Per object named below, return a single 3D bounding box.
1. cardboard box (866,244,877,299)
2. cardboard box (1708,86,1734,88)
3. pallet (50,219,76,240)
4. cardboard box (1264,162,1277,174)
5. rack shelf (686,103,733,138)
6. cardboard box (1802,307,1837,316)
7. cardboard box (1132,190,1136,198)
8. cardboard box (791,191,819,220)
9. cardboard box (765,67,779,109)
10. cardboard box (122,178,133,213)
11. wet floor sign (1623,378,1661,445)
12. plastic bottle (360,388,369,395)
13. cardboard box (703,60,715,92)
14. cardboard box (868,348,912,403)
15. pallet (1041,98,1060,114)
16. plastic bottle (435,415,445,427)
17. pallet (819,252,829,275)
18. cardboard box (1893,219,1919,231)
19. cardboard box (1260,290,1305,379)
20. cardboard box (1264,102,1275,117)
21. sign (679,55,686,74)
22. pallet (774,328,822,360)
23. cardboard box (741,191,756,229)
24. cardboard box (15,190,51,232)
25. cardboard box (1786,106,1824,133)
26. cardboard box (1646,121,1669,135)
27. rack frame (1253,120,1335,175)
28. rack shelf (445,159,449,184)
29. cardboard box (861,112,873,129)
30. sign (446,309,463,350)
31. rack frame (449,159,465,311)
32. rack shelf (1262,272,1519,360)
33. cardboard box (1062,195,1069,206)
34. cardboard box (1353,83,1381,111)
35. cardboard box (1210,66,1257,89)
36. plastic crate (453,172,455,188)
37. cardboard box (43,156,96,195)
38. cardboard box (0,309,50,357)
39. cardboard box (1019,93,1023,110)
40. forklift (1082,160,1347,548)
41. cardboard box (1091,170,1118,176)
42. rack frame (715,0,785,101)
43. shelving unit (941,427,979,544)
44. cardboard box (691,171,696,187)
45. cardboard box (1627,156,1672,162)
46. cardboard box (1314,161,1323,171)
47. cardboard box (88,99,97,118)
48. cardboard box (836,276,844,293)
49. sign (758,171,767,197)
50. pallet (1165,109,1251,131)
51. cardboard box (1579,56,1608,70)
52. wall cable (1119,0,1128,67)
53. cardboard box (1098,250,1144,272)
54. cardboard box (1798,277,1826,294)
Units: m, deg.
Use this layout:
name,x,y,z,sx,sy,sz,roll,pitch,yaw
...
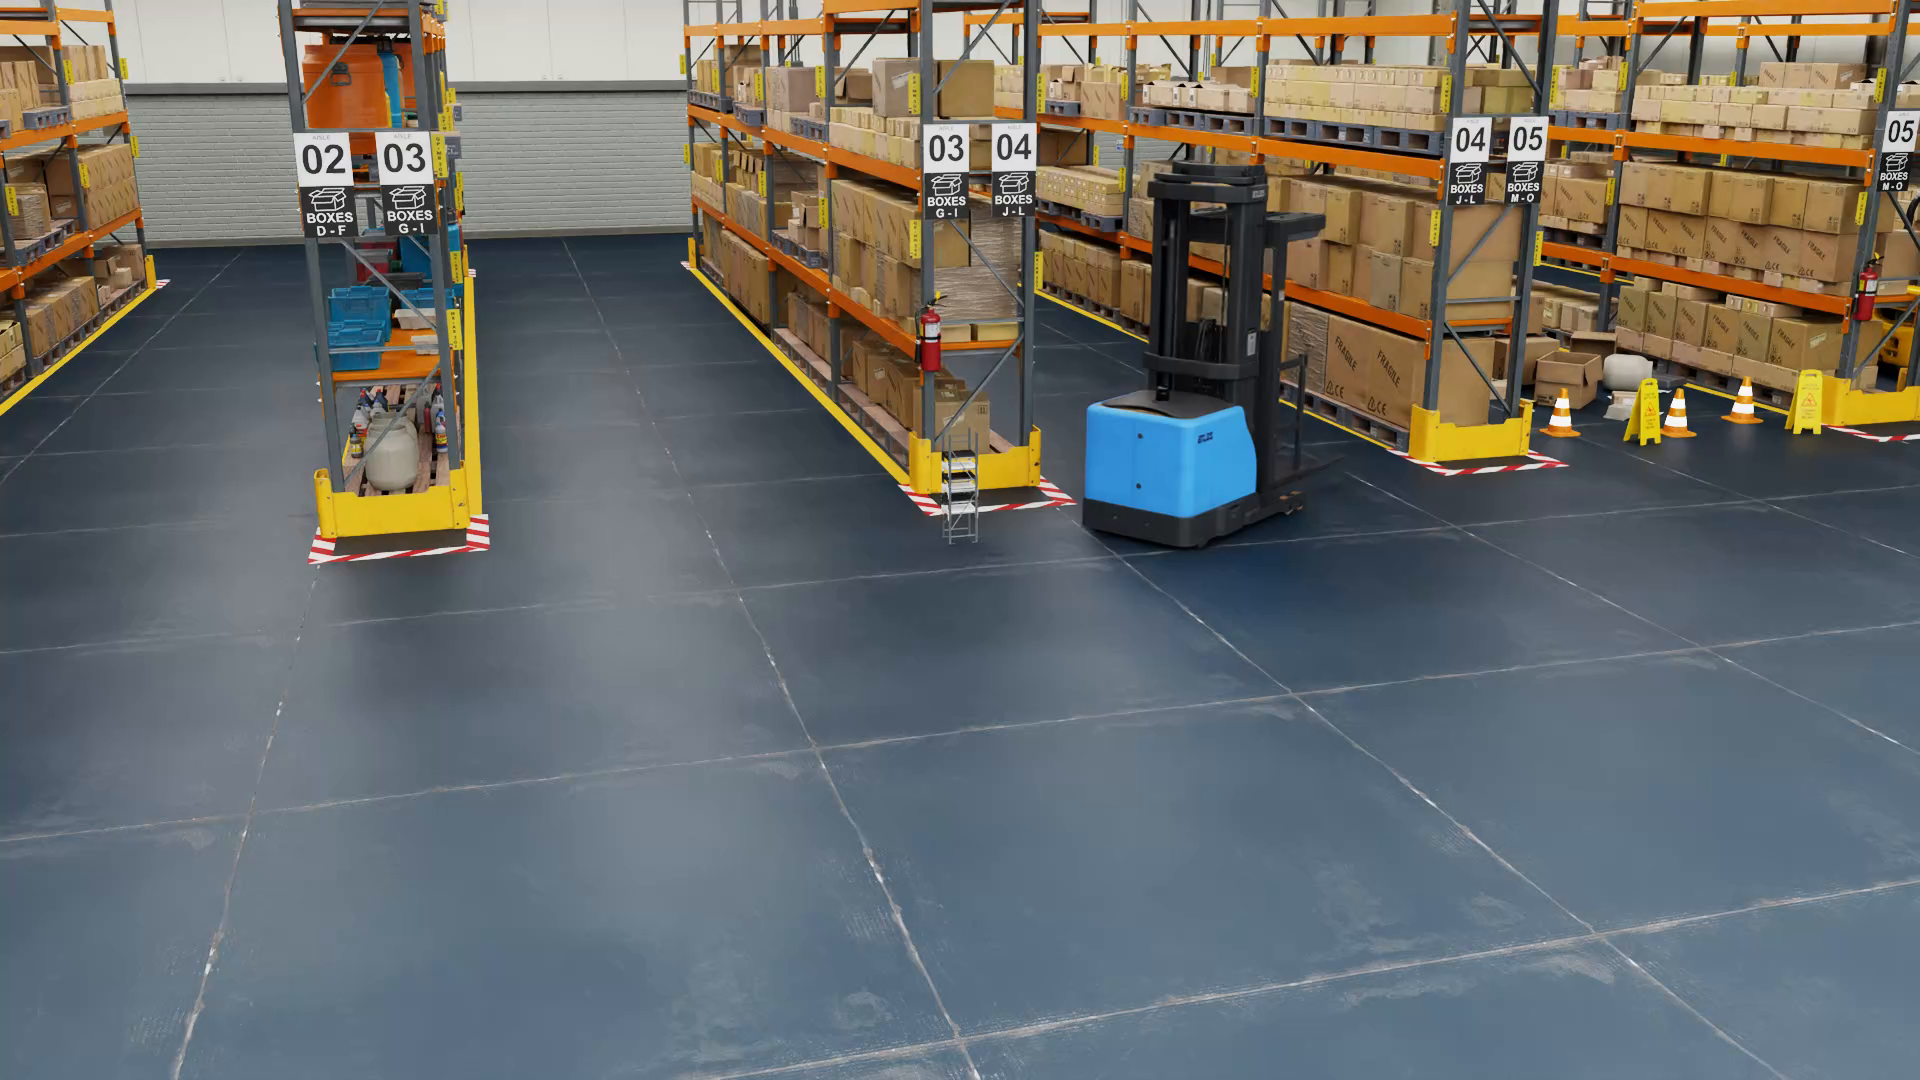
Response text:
name,x,y,z,sx,sy,sz,roll,pitch,yaw
cardboard box,-0.442,-2.668,16.428,0.875,0.500,0.500,-5,17,-15
cardboard box,9.014,-5.286,19.672,0.380,0.149,0.250,-4,17,-14
pallet,-12.552,-4.129,22.317,1.003,0.211,1.213,-5,17,-15
cardboard box,5.716,-6.452,29.543,0.500,0.500,0.500,-5,17,-16
rack shelf,-3.690,-6.878,27.171,1.077,0.370,4.000,-5,17,-15
cardboard box,9.575,-2.336,18.761,0.500,0.500,0.500,-5,18,-17
cardboard box,2.663,-5.012,24.112,0.380,0.149,0.250,-5,18,-17
cardboard box,-1.855,-4.229,21.413,0.500,0.500,0.500,-7,18,-22
cardboard box,-2.160,-5.700,20.956,0.500,0.500,0.500,-5,17,-15
cardboard box,-13.235,-5.359,25.905,0.500,0.500,0.500,-5,17,-15
wet floor sign,6.866,-1.298,16.653,0.267,0.644,0.232,-8,18,-25
plastic bottle,-6.038,-1.409,16.908,0.097,0.271,0.097,0,17,0
cardboard box,-3.818,-7.629,27.342,0.700,0.500,0.500,-6,18,-19
cardboard box,-0.706,-1.752,17.686,0.500,0.500,0.500,1,17,2
pallet,1.723,-6.764,25.869,1.213,0.211,1.003,-5,17,-15
plastic bottle,-4.898,-1.047,15.700,0.097,0.271,0.097,0,17,0
pallet,-1.012,-3.151,19.061,1.003,0.211,1.213,-5,17,-15
cardboard box,12.968,-4.244,22.626,0.500,0.250,0.500,-4,17,-14
cardboard box,3.960,-2.388,19.151,0.875,0.875,0.875,-4,17,-14
cardboard box,3.628,-4.822,18.609,0.380,0.149,0.250,-5,17,-16
sign,-4.775,-8.190,28.632,0.100,0.325,0.005,-5,17,-15
pallet,-1.828,-2.574,21.656,1.003,0.211,1.213,-5,17,-15
cardboard box,-2.831,-4.714,23.756,0.500,0.500,0.500,-4,17,-14
cardboard box,-12.122,-4.216,21.368,0.700,0.500,0.500,-10,19,-29
cardboard box,9.162,-4.465,17.631,0.500,0.250,0.500,-5,17,-16
cardboard box,8.452,-4.937,19.896,0.380,0.149,0.250,-5,17,-15
rack frame,3.855,-3.384,19.503,1.000,3.000,0.127,-5,17,-15
rack shelf,-6.254,-4.273,18.501,1.077,0.370,4.000,-5,17,-15
cardboard box,-0.755,-4.103,16.252,0.380,0.149,0.250,-5,17,-16
sign,-4.075,-1.697,13.405,0.100,0.325,0.005,-5,17,-15
rack frame,-7.903,-4.841,24.354,1.000,3.000,0.127,-5,17,-15
rack shelf,4.404,-2.486,17.765,1.077,0.370,4.000,-5,17,-15
cardboard box,1.752,-5.102,24.928,0.380,0.149,0.250,-6,18,-18
cardboard box,4.277,-4.424,16.593,0.500,0.250,0.500,-5,17,-16
cardboard box,3.502,-5.765,21.139,0.500,0.500,0.500,-5,17,-15
plastic crate,-8.731,-5.915,27.765,0.616,0.435,0.499,-5,17,-15
cardboard box,-12.526,-5.130,23.404,0.500,0.500,0.500,-4,17,-14
cardboard box,-11.418,-2.506,20.161,0.500,0.500,0.500,-4,17,-13
cardboard box,1.261,-7.076,26.841,0.500,0.250,0.500,-4,17,-14
forklift,2.328,-1.695,14.001,1.130,2.935,3.031,13,21,38
cardboard box,2.234,-5.580,25.487,0.380,0.149,0.250,-5,18,-17
rack frame,-3.141,-8.106,24.795,1.000,3.000,0.127,-5,17,-15
shelving unit,-0.002,-0.433,13.330,0.258,0.900,0.210,-5,17,-15
cardboard box,-4.368,-6.256,28.807,0.500,0.250,0.500,-5,17,-17
cardboard box,11.435,-6.147,27.797,0.700,0.500,0.500,-5,17,-16
cardboard box,6.232,-6.398,27.627,0.500,0.500,0.500,-4,17,-15
cardboard box,-12.832,-6.246,24.079,0.500,0.250,0.500,-5,17,-15
cardboard box,-1.116,-2.746,17.816,0.380,0.149,0.250,-5,17,-15
sign,-2.574,-4.636,21.659,0.100,0.325,0.005,-5,17,-15
pallet,3.293,-5.353,21.174,1.003,0.211,1.213,-4,17,-13
cardboard box,10.906,-8.205,28.634,0.396,0.266,0.258,-5,17,-16
wall cable,3.454,-11.547,36.250,0.463,3.000,0.029,-5,17,-15
cardboard box,2.315,-4.022,23.939,0.500,0.250,0.500,-5,17,-17
cardboard box,9.201,-2.724,17.744,0.380,0.149,0.250,-5,17,-16
